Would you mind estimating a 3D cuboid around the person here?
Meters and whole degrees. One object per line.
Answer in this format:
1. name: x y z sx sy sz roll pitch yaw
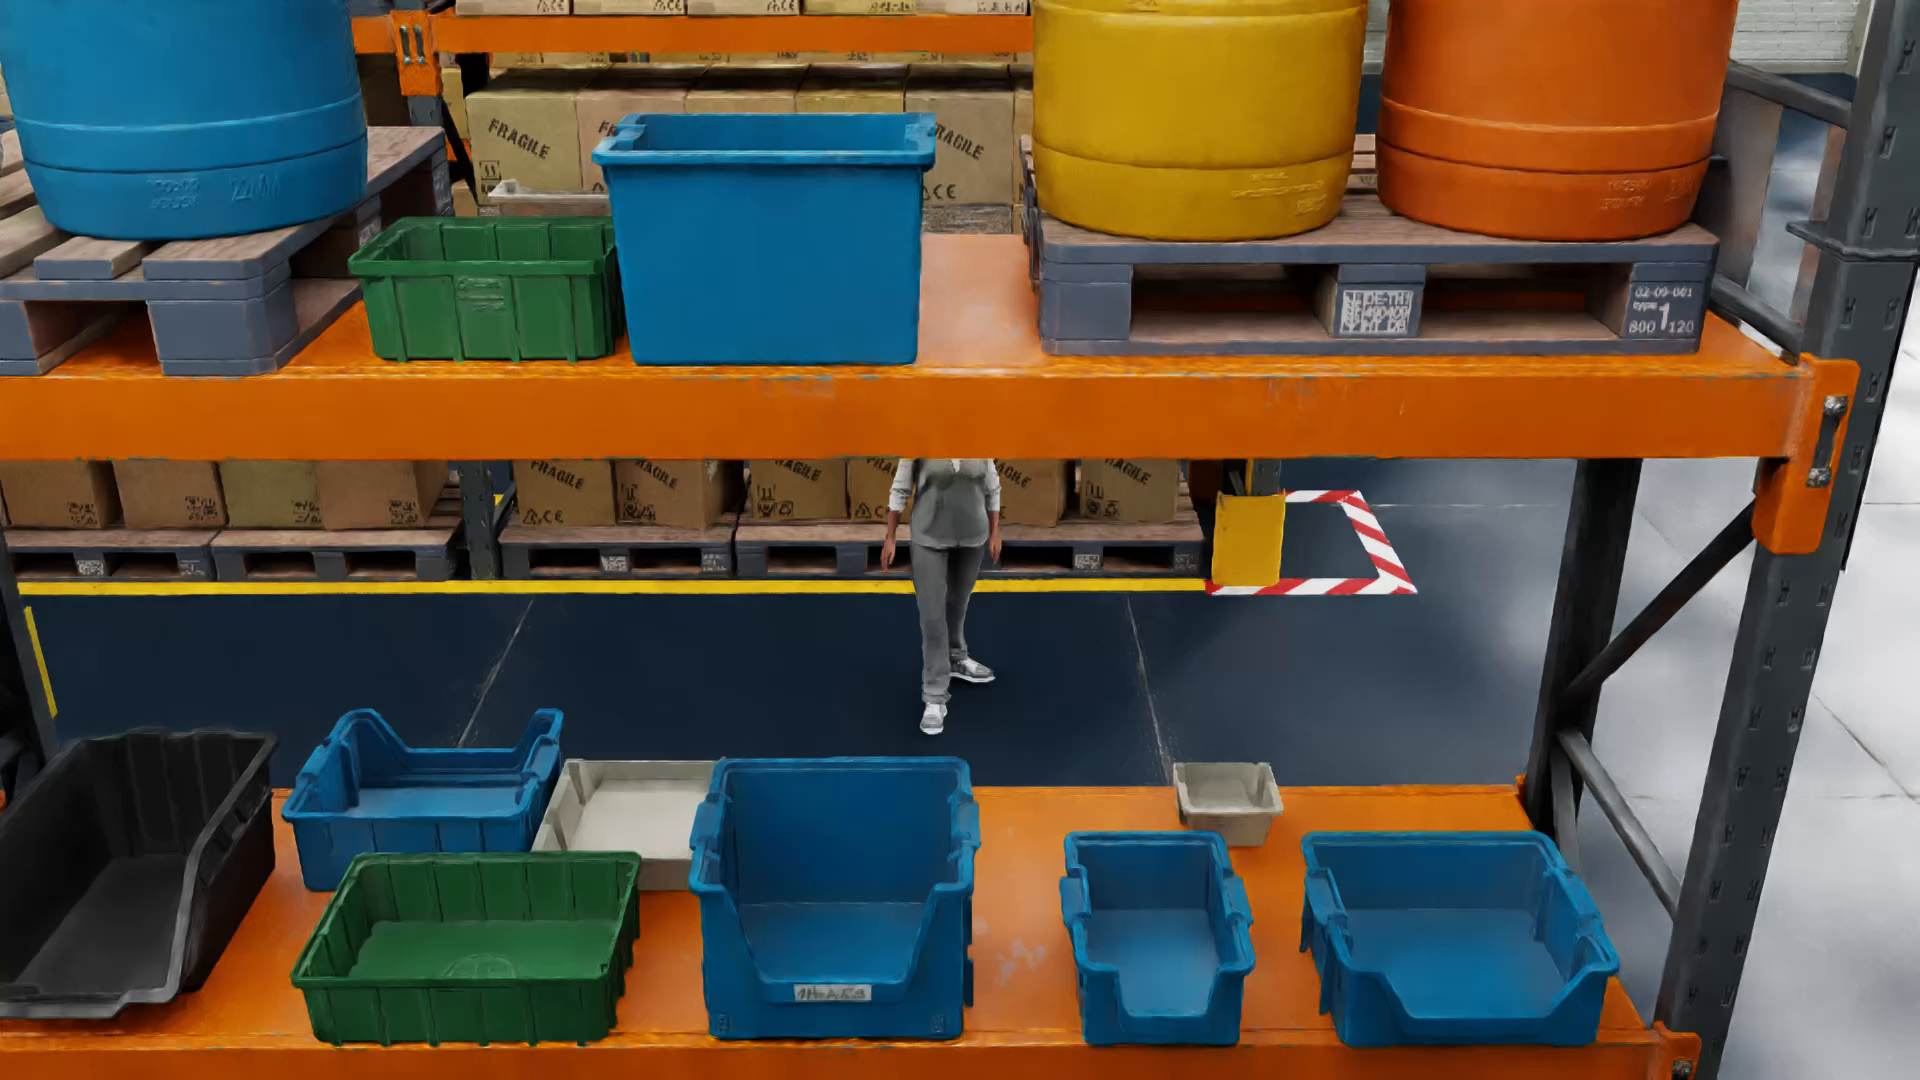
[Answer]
1. person: -0.066 0.001 7.083 0.543 1.582 0.576 -8 26 -18
